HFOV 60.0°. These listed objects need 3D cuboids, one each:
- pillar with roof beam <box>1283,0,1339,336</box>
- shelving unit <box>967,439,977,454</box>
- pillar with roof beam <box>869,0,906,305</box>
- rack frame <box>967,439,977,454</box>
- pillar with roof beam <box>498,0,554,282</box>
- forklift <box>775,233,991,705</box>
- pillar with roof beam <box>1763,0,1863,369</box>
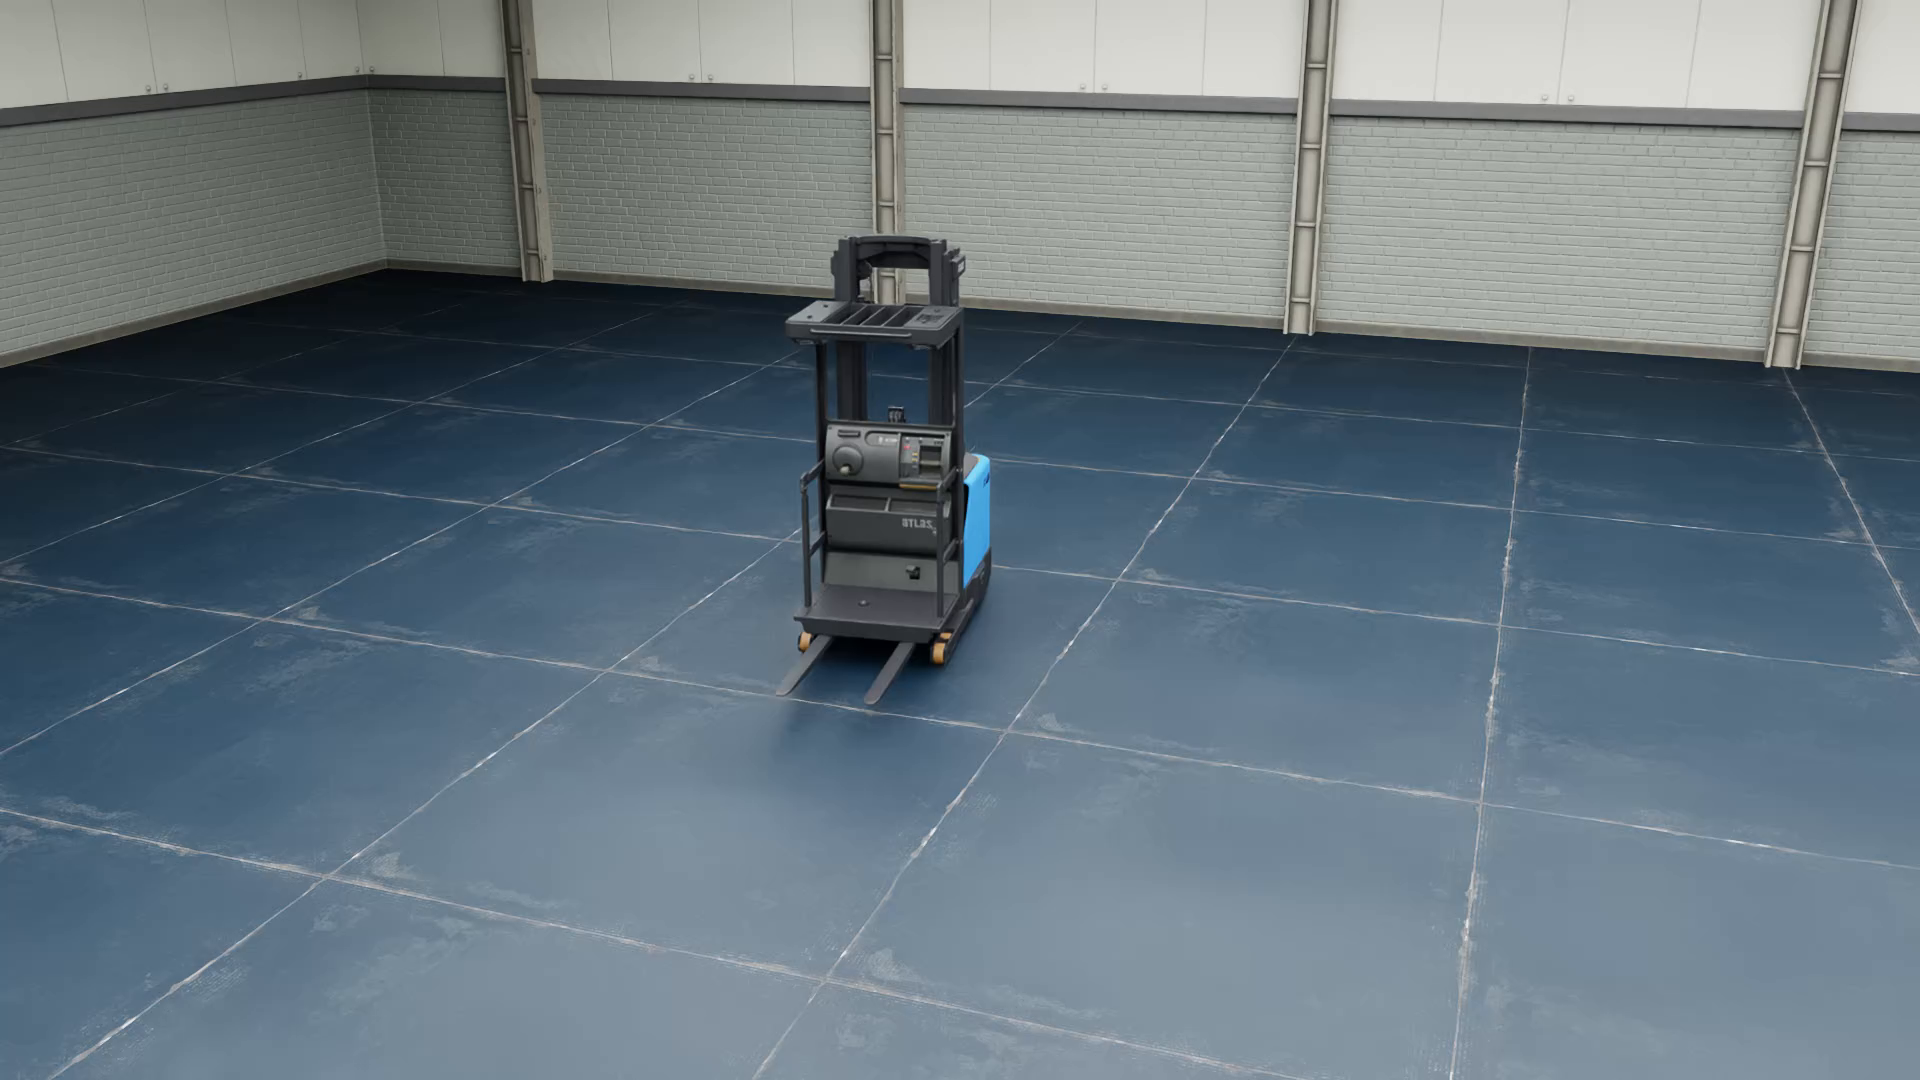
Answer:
[{"bbox_3d":[3.222,-5.748,17.395,0.400,9.000,9.100,7,20,18],"label":"pillar with roof beam"},{"bbox_3d":[0.008,-0.424,14.426,0.210,0.900,0.258,7,20,18],"label":"shelving unit"},{"bbox_3d":[-2.446,-6.396,19.255,0.400,9.000,9.100,7,20,18],"label":"pillar with roof beam"},{"bbox_3d":[0.104,-0.413,14.394,0.006,0.900,0.240,7,20,18],"label":"rack frame"},{"bbox_3d":[-8.113,-7.044,21.114,0.400,9.000,9.100,7,20,18],"label":"pillar with roof beam"},{"bbox_3d":[-0.566,-0.614,11.886,1.130,2.935,3.031,4,20,12],"label":"forklift"},{"bbox_3d":[8.890,-5.100,15.536,0.400,9.000,9.100,7,20,18],"label":"pillar with roof beam"}]
